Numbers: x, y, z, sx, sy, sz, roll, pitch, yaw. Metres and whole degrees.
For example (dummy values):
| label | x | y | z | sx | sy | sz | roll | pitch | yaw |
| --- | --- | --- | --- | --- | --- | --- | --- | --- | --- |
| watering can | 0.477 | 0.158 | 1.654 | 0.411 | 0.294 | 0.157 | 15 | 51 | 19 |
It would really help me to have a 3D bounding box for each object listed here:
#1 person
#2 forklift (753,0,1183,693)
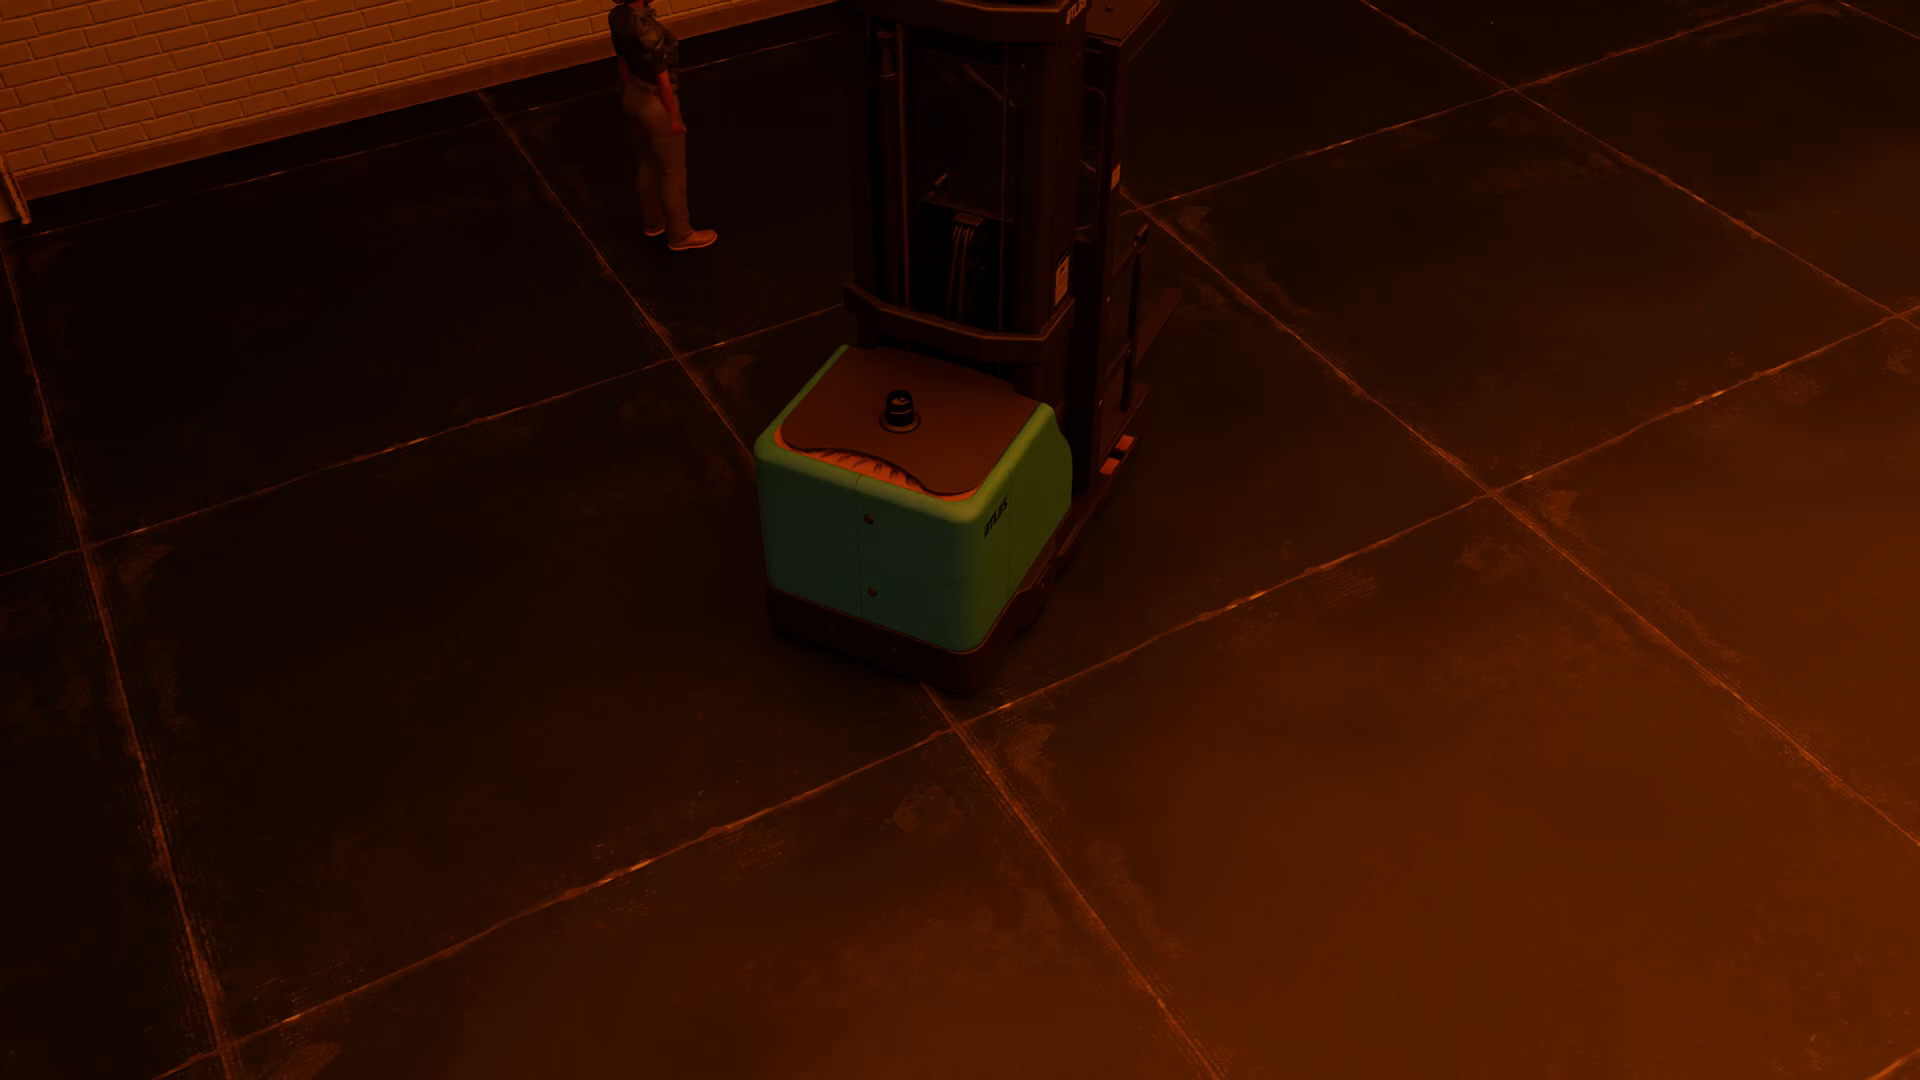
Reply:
| label | x | y | z | sx | sy | sz | roll | pitch | yaw |
| --- | --- | --- | --- | --- | --- | --- | --- | --- | --- |
| person | -1.676 | -2.396 | 9.221 | 0.340 | 1.660 | 0.452 | -32 | 51 | -30 |
| forklift | 0.242 | -1.432 | 7.242 | 1.130 | 2.935 | 3.031 | 18 | 46 | 19 |
